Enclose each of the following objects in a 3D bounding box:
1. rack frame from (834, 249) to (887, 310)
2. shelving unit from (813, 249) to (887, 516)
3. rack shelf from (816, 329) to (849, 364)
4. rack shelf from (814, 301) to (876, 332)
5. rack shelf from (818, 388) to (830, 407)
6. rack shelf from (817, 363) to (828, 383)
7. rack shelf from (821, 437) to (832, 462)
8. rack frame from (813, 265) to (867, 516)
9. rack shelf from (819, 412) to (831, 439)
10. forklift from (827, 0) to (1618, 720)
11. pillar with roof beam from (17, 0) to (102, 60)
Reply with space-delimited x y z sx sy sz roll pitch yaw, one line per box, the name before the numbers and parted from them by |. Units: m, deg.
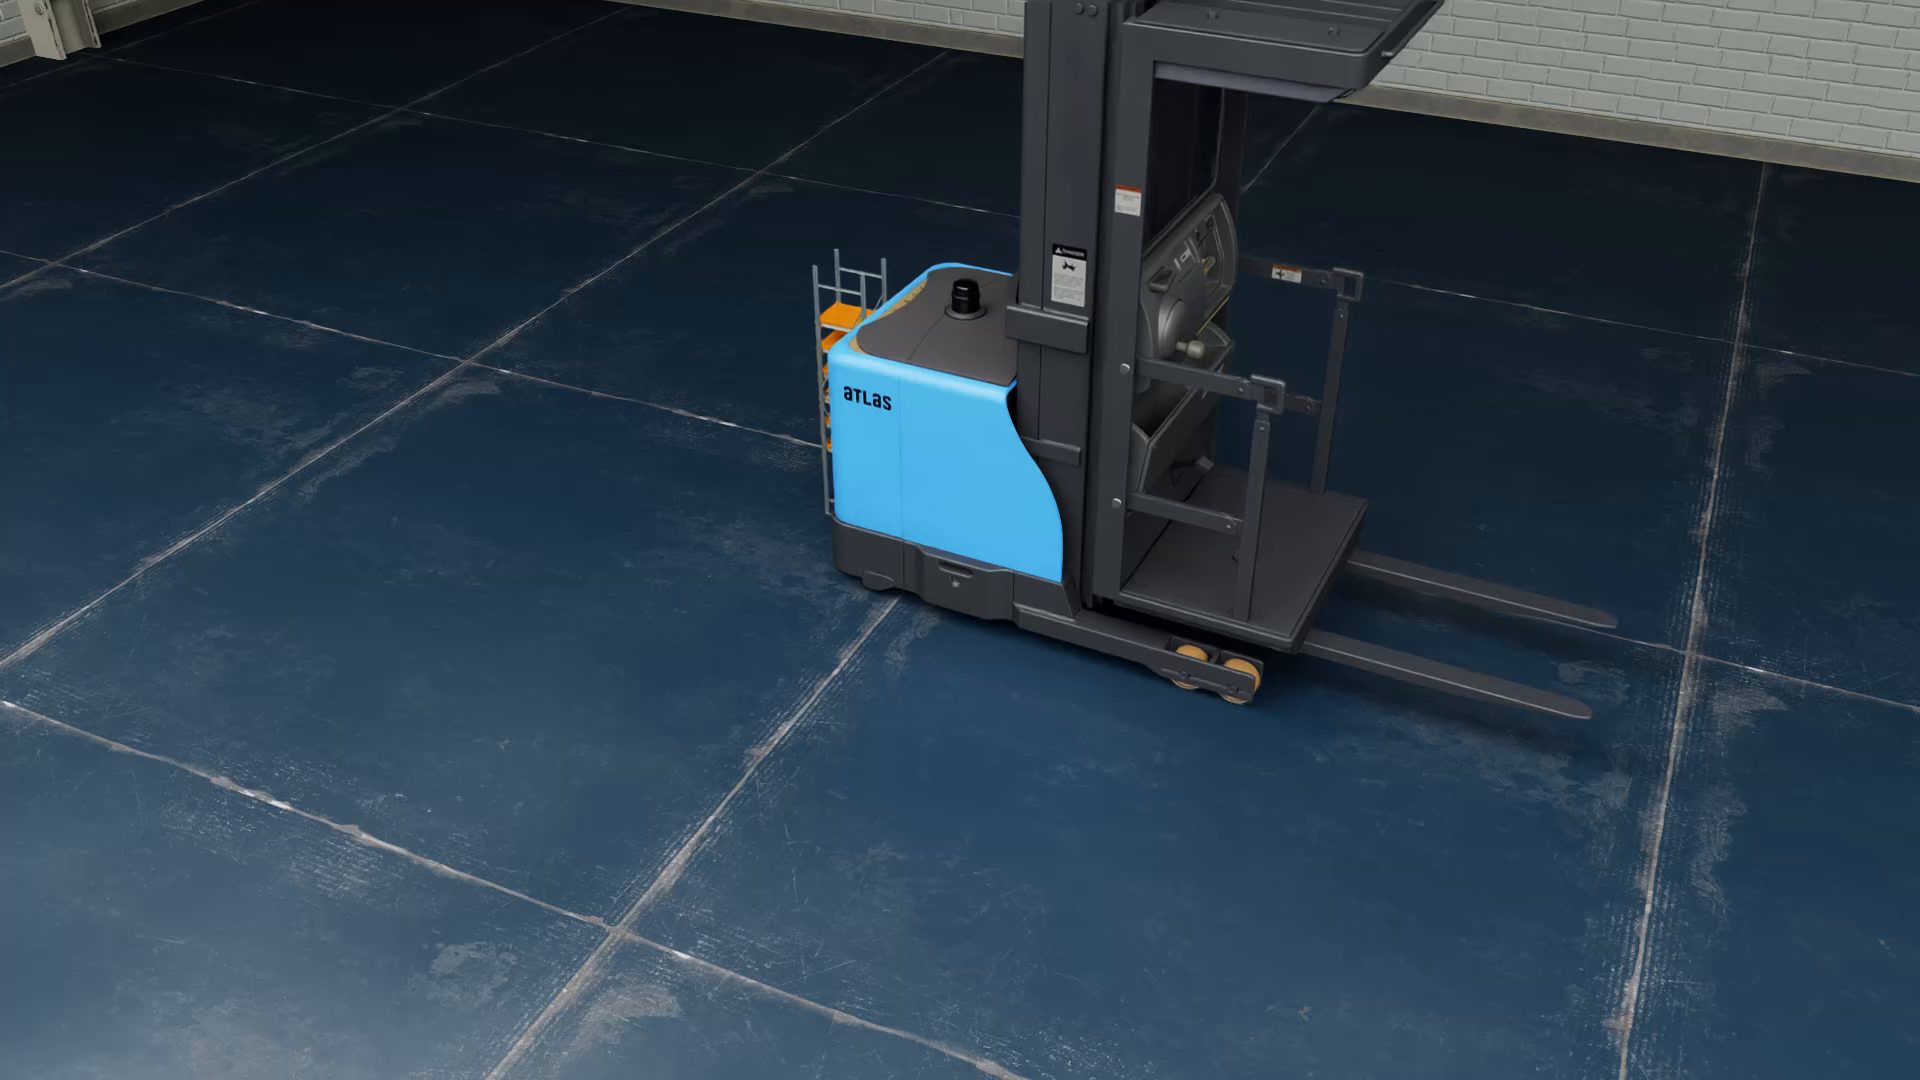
rack frame | -0.413 -0.679 7.192 0.240 1.200 0.006 14 36 21
shelving unit | -0.452 -0.634 7.123 0.258 1.200 0.189 14 36 21
rack shelf | -0.452 -0.798 7.015 0.258 0.103 0.180 14 36 21
rack shelf | -0.452 -0.898 6.950 0.258 0.103 0.180 14 36 21
rack shelf | -0.452 -0.597 7.147 0.258 0.103 0.180 14 36 21
rack shelf | -0.452 -0.697 7.081 0.258 0.103 0.180 14 36 21
rack shelf | -0.452 -0.396 7.279 0.258 0.103 0.180 14 36 21
rack frame | -0.490 -0.589 7.053 0.240 1.200 0.006 14 36 21
rack shelf | -0.452 -0.496 7.213 0.258 0.103 0.180 14 36 21
forklift | 1.022 -0.940 6.010 3.031 2.935 1.130 15 36 22
pillar with roof beam | -3.146 -6.647 9.181 9.100 9.000 0.400 14 36 20
